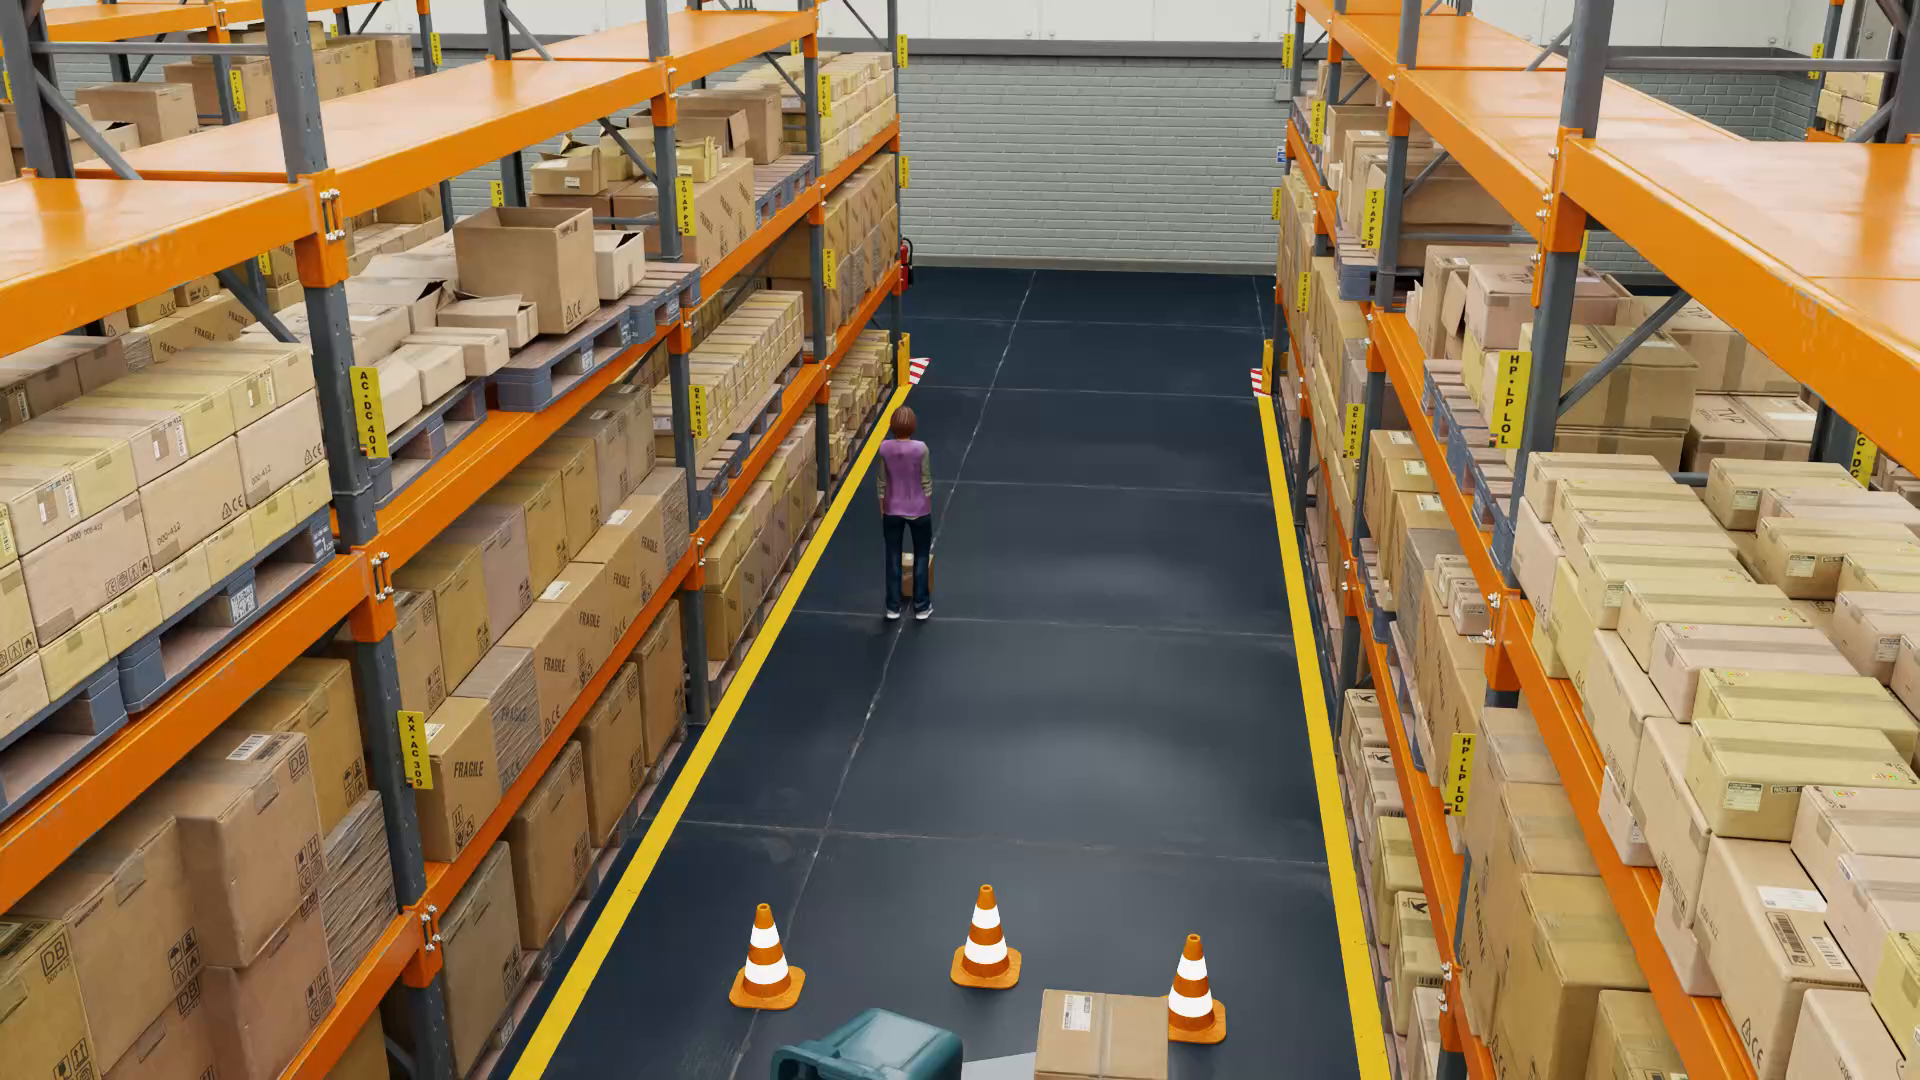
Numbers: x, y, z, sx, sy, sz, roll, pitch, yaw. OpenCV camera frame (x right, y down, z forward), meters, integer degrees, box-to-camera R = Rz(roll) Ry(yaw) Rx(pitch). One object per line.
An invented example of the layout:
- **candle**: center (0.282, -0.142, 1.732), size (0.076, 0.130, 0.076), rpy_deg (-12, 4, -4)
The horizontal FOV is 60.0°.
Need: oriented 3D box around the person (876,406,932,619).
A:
- **person**: center (-0.401, -0.188, 11.977), size (0.407, 1.593, 0.302), rpy_deg (3, 22, 8)
